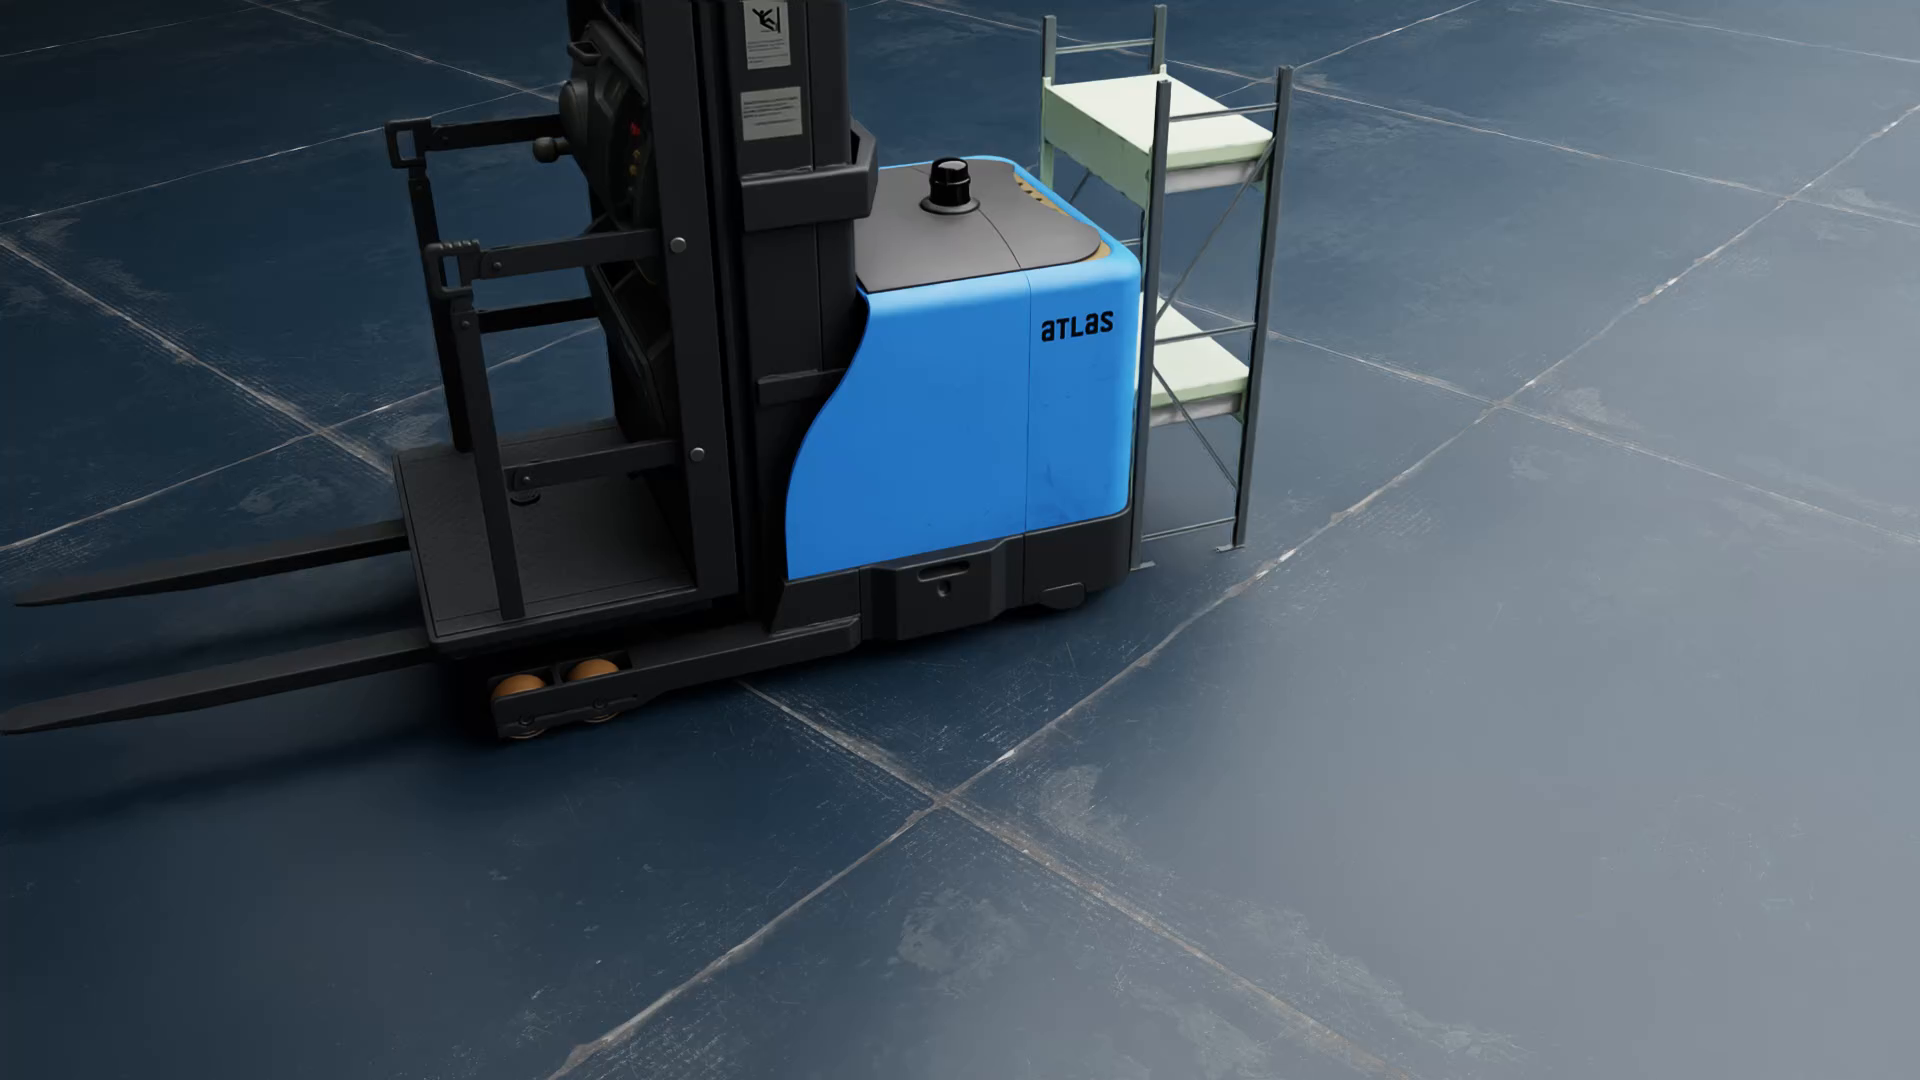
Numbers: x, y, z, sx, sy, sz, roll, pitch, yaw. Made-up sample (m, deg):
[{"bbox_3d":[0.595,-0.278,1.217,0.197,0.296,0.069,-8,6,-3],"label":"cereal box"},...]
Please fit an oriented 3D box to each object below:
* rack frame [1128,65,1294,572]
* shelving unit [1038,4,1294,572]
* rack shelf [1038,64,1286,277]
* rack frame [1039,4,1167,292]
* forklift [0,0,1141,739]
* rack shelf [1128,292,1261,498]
[{"bbox_3d":[0.701,-0.586,4.769,0.400,1.500,0.023,-11,33,-18],"label":"rack frame"},{"bbox_3d":[0.568,-0.762,5.062,0.431,1.500,0.755,-11,33,-18],"label":"shelving unit"},{"bbox_3d":[0.568,-1.096,4.860,0.431,0.370,0.720,-11,33,-18],"label":"rack shelf"},{"bbox_3d":[0.435,-0.938,5.354,0.400,1.500,0.023,-11,33,-18],"label":"rack frame"},{"bbox_3d":[-1.069,-1.041,4.137,3.031,2.935,1.130,-11,33,-18],"label":"forklift"},{"bbox_3d":[0.568,-0.483,5.230,0.431,0.370,0.720,-11,33,-18],"label":"rack shelf"}]
